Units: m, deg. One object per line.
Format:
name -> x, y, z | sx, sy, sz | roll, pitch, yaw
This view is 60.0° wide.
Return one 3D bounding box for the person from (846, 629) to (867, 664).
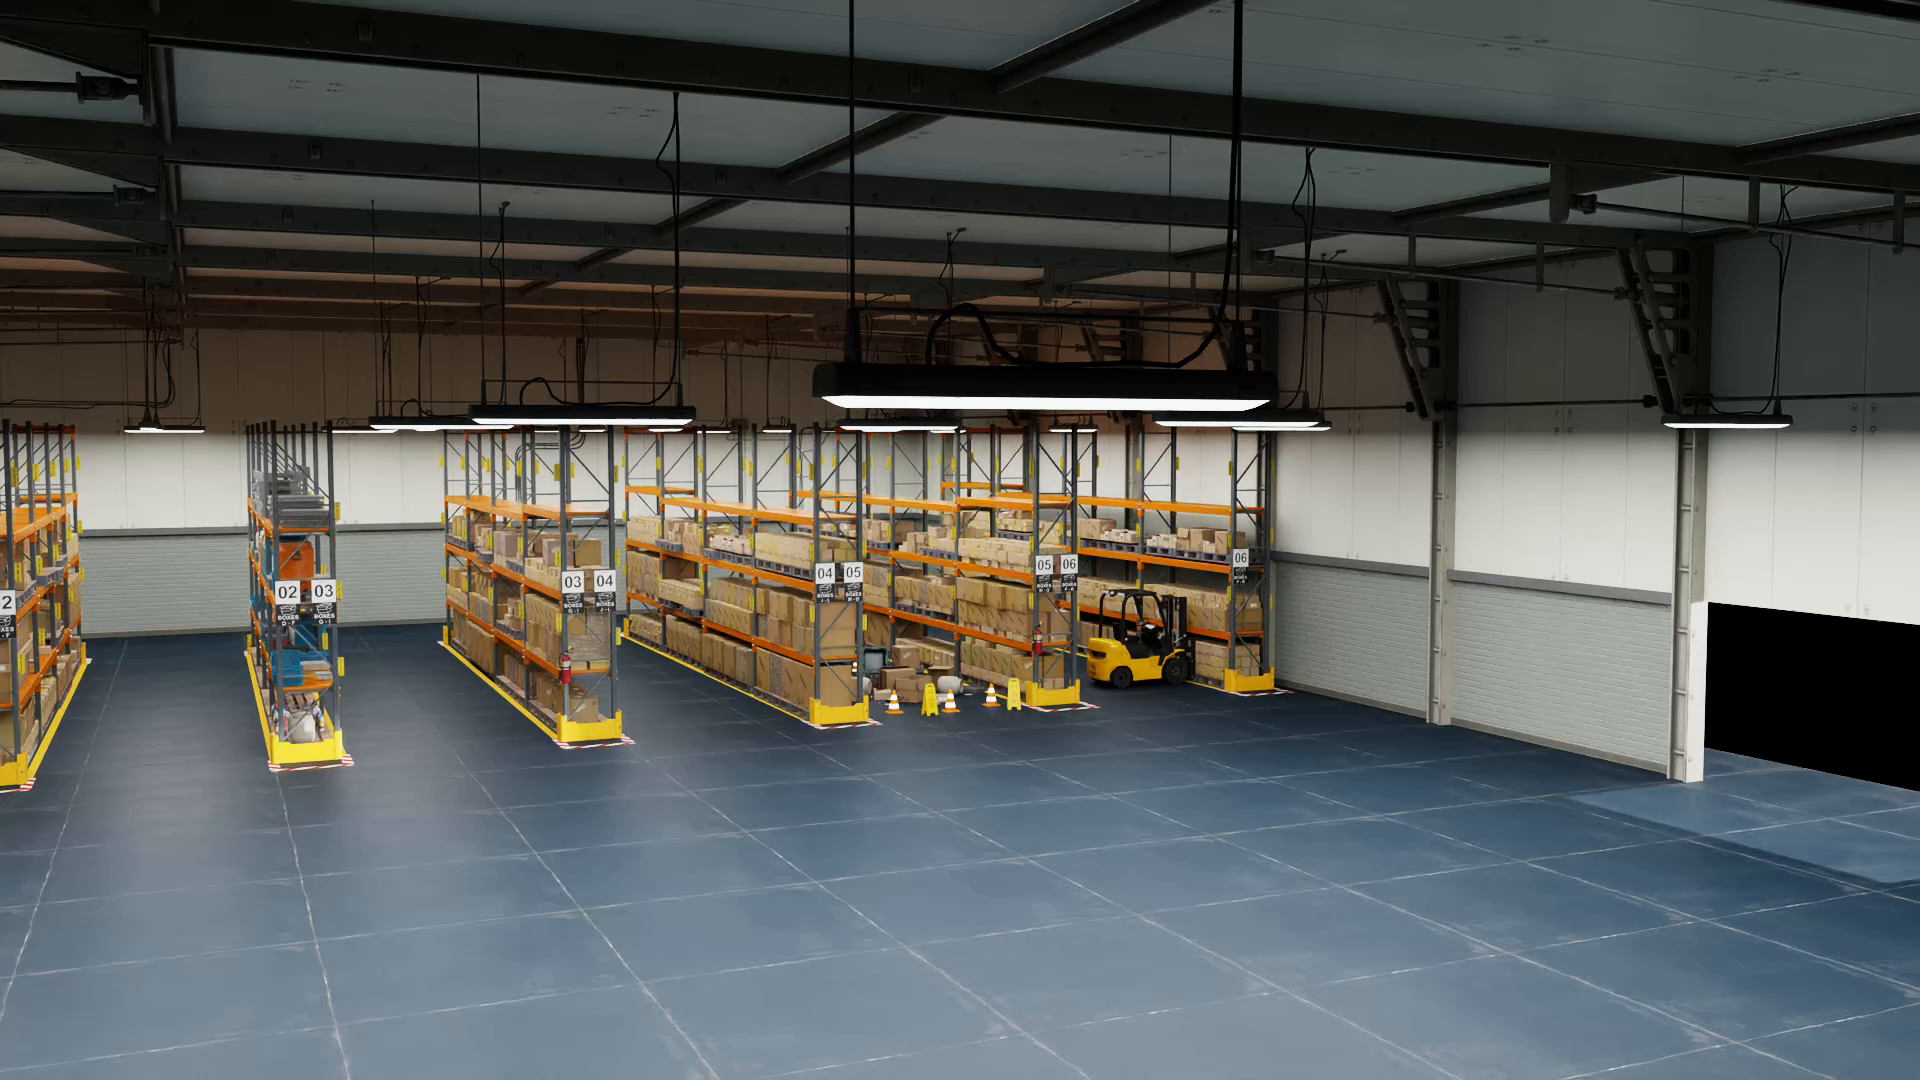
person -> -2.599, 2.230, 41.447 | 0.445, 1.789, 0.614 | -3, 4, -35
